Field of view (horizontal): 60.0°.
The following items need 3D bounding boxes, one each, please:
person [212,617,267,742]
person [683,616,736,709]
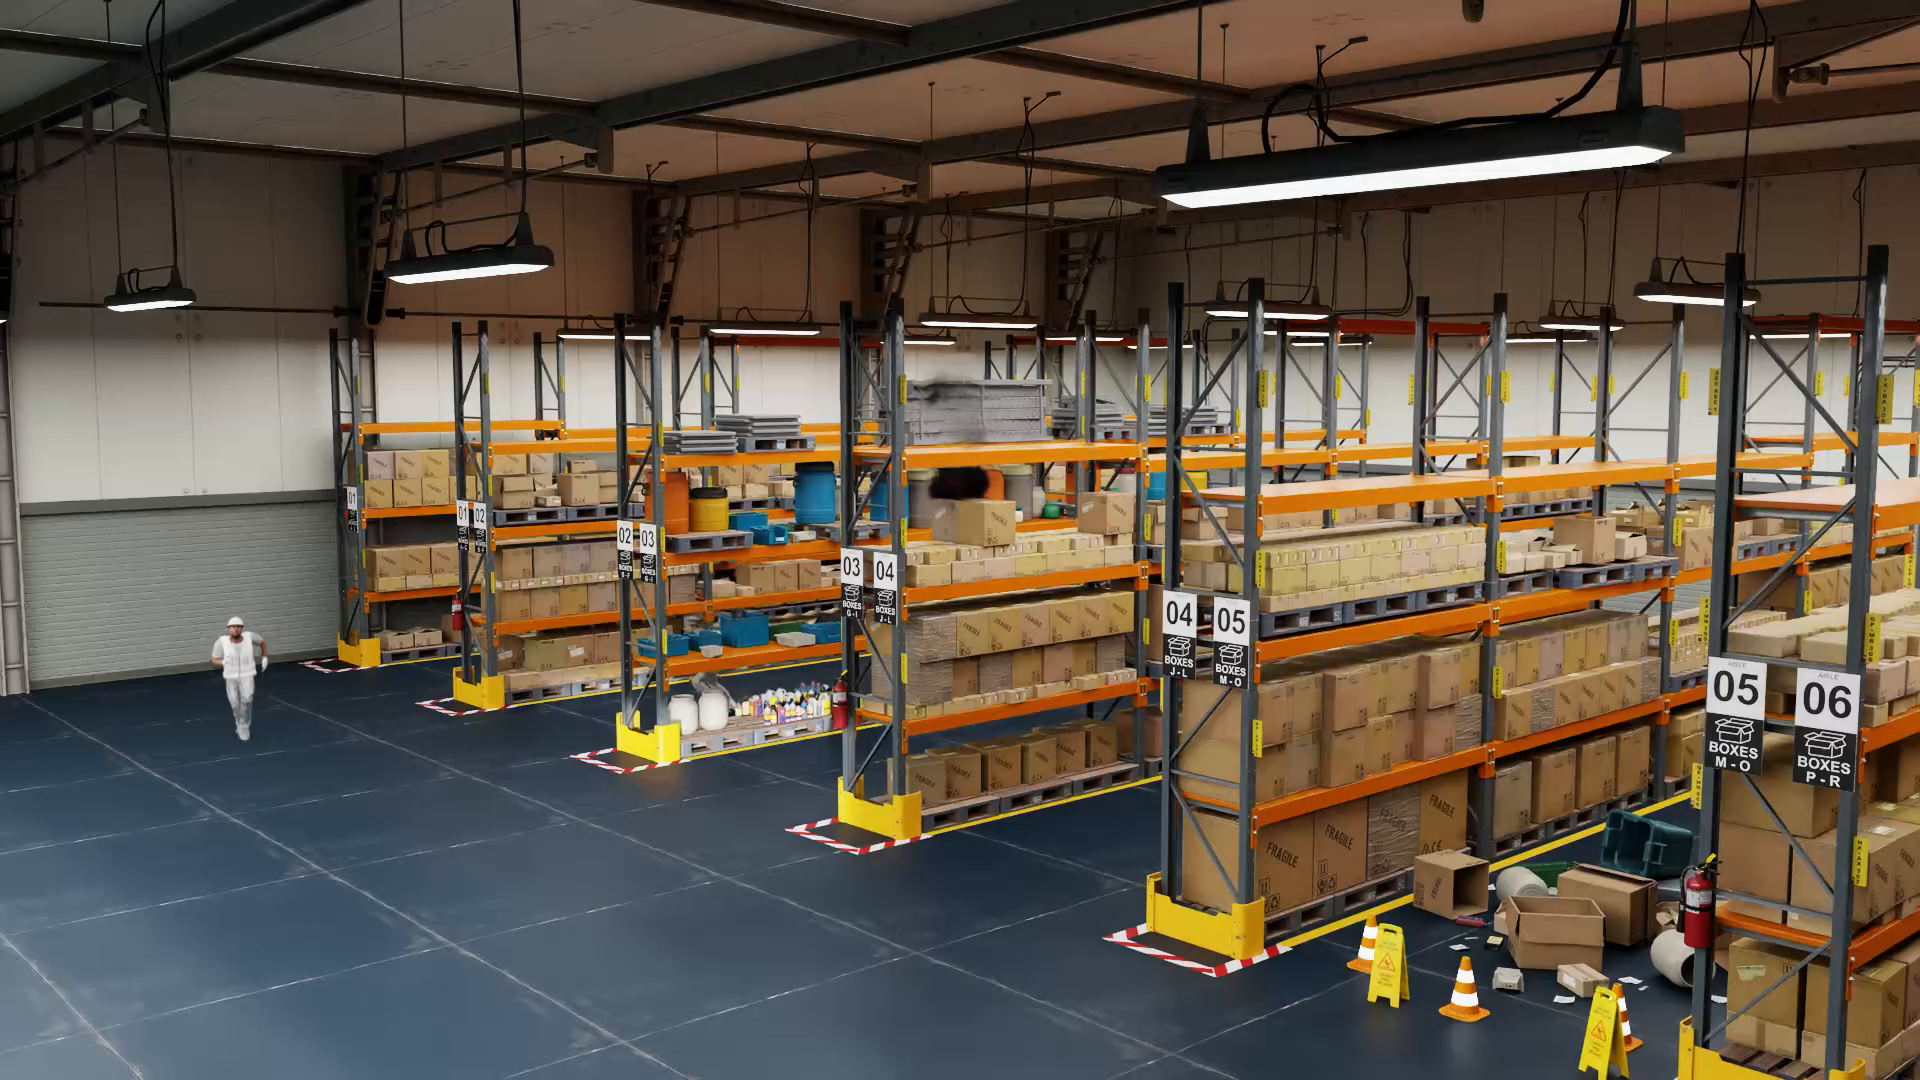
[{"bbox_3d":[-10.190,1.956,23.544,0.715,1.774,0.828,-2,6,-23],"label":"person"},{"bbox_3d":[-3.820,1.906,25.289,0.917,1.537,0.642,-4,7,-33],"label":"person"}]
